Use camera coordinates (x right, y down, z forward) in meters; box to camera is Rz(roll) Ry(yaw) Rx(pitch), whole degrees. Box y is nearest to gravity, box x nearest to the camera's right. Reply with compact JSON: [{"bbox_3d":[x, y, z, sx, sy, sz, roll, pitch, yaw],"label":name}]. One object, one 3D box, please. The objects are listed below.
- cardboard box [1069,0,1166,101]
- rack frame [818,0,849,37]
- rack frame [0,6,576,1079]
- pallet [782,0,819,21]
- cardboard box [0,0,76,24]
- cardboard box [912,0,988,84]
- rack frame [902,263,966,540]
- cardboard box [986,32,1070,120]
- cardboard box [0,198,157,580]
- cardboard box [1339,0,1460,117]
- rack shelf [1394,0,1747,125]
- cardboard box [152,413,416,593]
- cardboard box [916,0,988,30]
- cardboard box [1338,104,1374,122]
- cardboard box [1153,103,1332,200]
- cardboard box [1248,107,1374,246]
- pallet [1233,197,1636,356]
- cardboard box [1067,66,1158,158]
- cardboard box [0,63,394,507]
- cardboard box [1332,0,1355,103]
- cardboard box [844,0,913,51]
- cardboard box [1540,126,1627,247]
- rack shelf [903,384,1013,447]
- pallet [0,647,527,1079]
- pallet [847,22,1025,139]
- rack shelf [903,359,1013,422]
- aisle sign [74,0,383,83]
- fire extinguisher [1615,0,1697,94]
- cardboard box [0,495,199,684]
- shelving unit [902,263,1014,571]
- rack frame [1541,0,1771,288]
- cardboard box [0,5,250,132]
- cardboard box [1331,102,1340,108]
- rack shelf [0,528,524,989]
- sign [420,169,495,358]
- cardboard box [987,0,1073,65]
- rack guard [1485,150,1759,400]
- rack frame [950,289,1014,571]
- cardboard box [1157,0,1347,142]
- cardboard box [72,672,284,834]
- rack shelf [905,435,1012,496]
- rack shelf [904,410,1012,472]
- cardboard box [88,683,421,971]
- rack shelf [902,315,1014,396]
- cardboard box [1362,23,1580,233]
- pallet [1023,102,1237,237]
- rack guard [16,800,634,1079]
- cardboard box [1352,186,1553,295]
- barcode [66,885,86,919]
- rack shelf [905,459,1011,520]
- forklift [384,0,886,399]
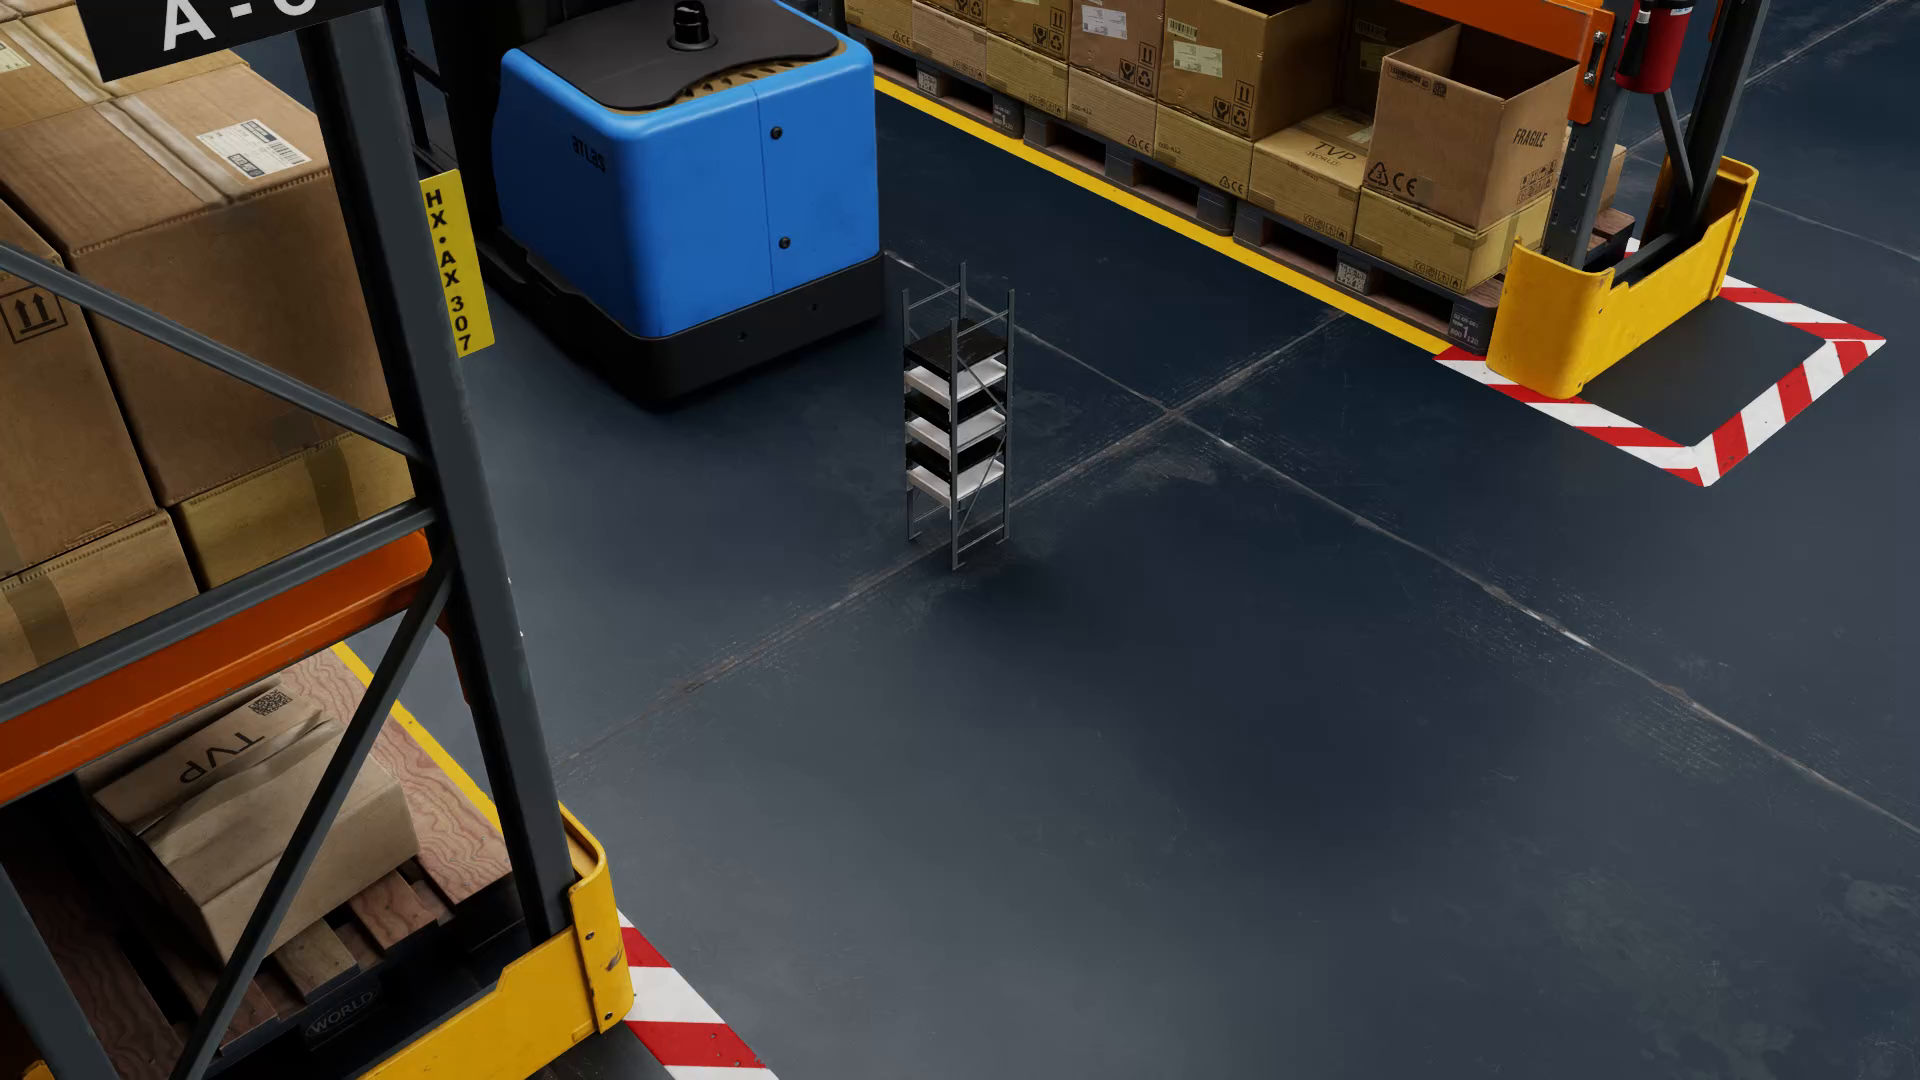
[{"bbox_3d":[0.805,-2.179,6.818,0.500,0.500,0.500,-30,48,-32],"label":"cardboard box"},{"bbox_3d":[-0.294,-3.834,7.610,1.000,3.000,0.127,-30,48,-32],"label":"rack frame"},{"bbox_3d":[-1.235,0.124,2.710,1.000,3.000,0.127,-30,48,-32],"label":"rack frame"},{"bbox_3d":[-0.821,-3.074,8.888,1.003,0.211,1.213,-30,48,-32],"label":"pallet"},{"bbox_3d":[-2.008,-0.941,3.534,0.500,0.500,0.500,-32,49,-33],"label":"cardboard box"},{"bbox_3d":[0.131,-2.351,7.628,0.500,0.250,0.500,-30,48,-32],"label":"cardboard box"},{"bbox_3d":[-0.074,-0.401,5.030,0.240,0.900,0.006,-30,48,-32],"label":"rack frame"},{"bbox_3d":[0.465,-2.117,7.339,0.500,0.250,0.500,-30,48,-32],"label":"cardboard box"},{"bbox_3d":[-1.710,-0.245,2.673,0.500,0.500,0.500,-31,48,-32],"label":"cardboard box"},{"bbox_3d":[1.873,-1.942,6.524,0.500,0.500,0.500,-30,48,-32],"label":"cardboard box"},{"bbox_3d":[1.059,-2.629,6.690,1.077,0.370,4.000,-30,48,-32],"label":"rack shelf"},{"bbox_3d":[-1.331,-0.187,3.197,0.500,0.250,0.500,-31,48,-33],"label":"cardboard box"},{"bbox_3d":[0.133,-2.644,7.394,0.500,0.500,0.500,-30,48,-32],"label":"cardboard box"},{"bbox_3d":[1.872,-1.649,6.759,0.500,0.250,0.500,-30,48,-32],"label":"cardboard box"},{"bbox_3d":[1.145,-1.656,6.768,0.500,0.250,0.500,-30,48,-32],"label":"cardboard box"},{"bbox_3d":[1.484,-1.426,6.482,0.500,0.250,0.500,-30,48,-32],"label":"cardboard box"},{"bbox_3d":[1.864,-1.235,6.610,1.003,0.211,1.213,-30,48,-32],"label":"pallet"},{"bbox_3d":[0.808,-1.889,7.055,0.500,0.250,0.500,-30,48,-32],"label":"cardboard box"},{"bbox_3d":[-1.336,-0.466,2.947,0.500,0.500,0.500,-30,48,-32],"label":"cardboard box"},{"bbox_3d":[1.526,-2.168,6.804,0.500,0.500,0.500,-30,48,-32],"label":"cardboard box"},{"bbox_3d":[-0.203,-2.585,7.917,0.500,0.250,0.500,-30,48,-32],"label":"cardboard box"},{"bbox_3d":[2.213,-1.420,6.475,0.500,0.250,0.500,-30,48,-32],"label":"cardboard box"},{"bbox_3d":[-0.005,-0.398,4.936,0.258,0.077,0.200,-30,48,-32],"label":"rack shelf"},{"bbox_3d":[-1.809,0.782,4.113,1.003,0.211,1.213,-30,48,-32],"label":"pallet"},{"bbox_3d":[0.213,-2.364,8.009,1.003,0.211,1.213,-30,48,-32],"label":"pallet"},{"bbox_3d":[-0.005,-0.468,4.880,0.258,0.077,0.200,-30,48,-32],"label":"rack shelf"},{"bbox_3d":[-0.965,-0.982,2.009,0.394,0.787,0.004,-30,48,-32],"label":"aisle sign"},{"bbox_3d":[2.149,-1.701,5.030,0.296,0.674,0.183,-30,48,-32],"label":"fire extinguisher"},{"bbox_3d":[-1.694,0.040,2.916,0.500,0.250,0.500,-29,47,-31],"label":"cardboard box"},{"bbox_3d":[-0.005,-0.354,4.972,0.258,0.900,0.210,-30,48,-32],"label":"shelving unit"},{"bbox_3d":[2.412,-1.983,5.318,1.000,3.000,0.127,-30,48,-32],"label":"rack frame"},{"bbox_3d":[-1.663,-0.699,3.235,0.500,0.500,0.500,-30,48,-32],"label":"cardboard box"},{"bbox_3d":[1.534,-1.881,7.046,0.500,0.250,0.500,-30,48,-32],"label":"cardboard box"},{"bbox_3d":[-2.587,-0.522,4.082,1.077,0.370,4.000,-30,48,-32],"label":"rack shelf"},{"bbox_3d":[-0.835,-0.444,2.723,0.100,0.325,0.005,-30,48,-32],"label":"sign"},{"bbox_3d":[0.466,-2.409,7.103,0.500,0.500,0.500,-30,48,-32],"label":"cardboard box"},{"bbox_3d":[2.428,-1.000,6.090,1.175,0.500,0.348,-30,48,-32],"label":"rack guard"},{"bbox_3d":[0.063,-0.307,4.914,0.240,0.900,0.006,-30,48,-32],"label":"rack frame"},{"bbox_3d":[1.143,-1.947,6.531,0.500,0.500,0.500,-30,48,-32],"label":"cardboard box"},{"bbox_3d":[-2.022,0.376,4.187,0.500,0.311,0.500,-26,46,-28],"label":"cardboard box"},{"bbox_3d":[-0.005,-0.258,5.049,0.258,0.077,0.200,-30,48,-32],"label":"rack shelf"},{"bbox_3d":[-0.005,-0.328,4.993,0.258,0.077,0.200,-30,48,-32],"label":"rack shelf"},{"bbox_3d":[-1.636,0.640,3.860,0.500,0.311,0.500,29,47,31],"label":"cardboard box"},{"bbox_3d":[-0.005,-0.538,4.823,0.258,0.077,0.200,-30,48,-32],"label":"rack shelf"},{"bbox_3d":[1.830,-1.490,5.965,0.500,0.500,0.500,-30,48,-32],"label":"cardboard box"},{"bbox_3d":[1.043,-1.799,7.309,1.003,0.211,1.213,-30,48,-32],"label":"pallet"},{"bbox_3d":[-1.286,1.061,3.539,1.175,0.500,0.348,-30,48,-32],"label":"rack guard"},{"bbox_3d":[1.831,-1.200,6.202,0.500,0.250,0.500,-30,48,-32],"label":"cardboard box"},{"bbox_3d":[-1.943,0.798,3.657,0.001,0.075,0.075,-30,48,-32],"label":"barcode"},{"bbox_3d":[-0.005,-0.188,5.106,0.258,0.077,0.200,-30,48,-32],"label":"rack shelf"},{"bbox_3d":[-1.587,-2.491,6.002,1.130,2.935,3.031,-27,46,-29],"label":"forklift"}]
